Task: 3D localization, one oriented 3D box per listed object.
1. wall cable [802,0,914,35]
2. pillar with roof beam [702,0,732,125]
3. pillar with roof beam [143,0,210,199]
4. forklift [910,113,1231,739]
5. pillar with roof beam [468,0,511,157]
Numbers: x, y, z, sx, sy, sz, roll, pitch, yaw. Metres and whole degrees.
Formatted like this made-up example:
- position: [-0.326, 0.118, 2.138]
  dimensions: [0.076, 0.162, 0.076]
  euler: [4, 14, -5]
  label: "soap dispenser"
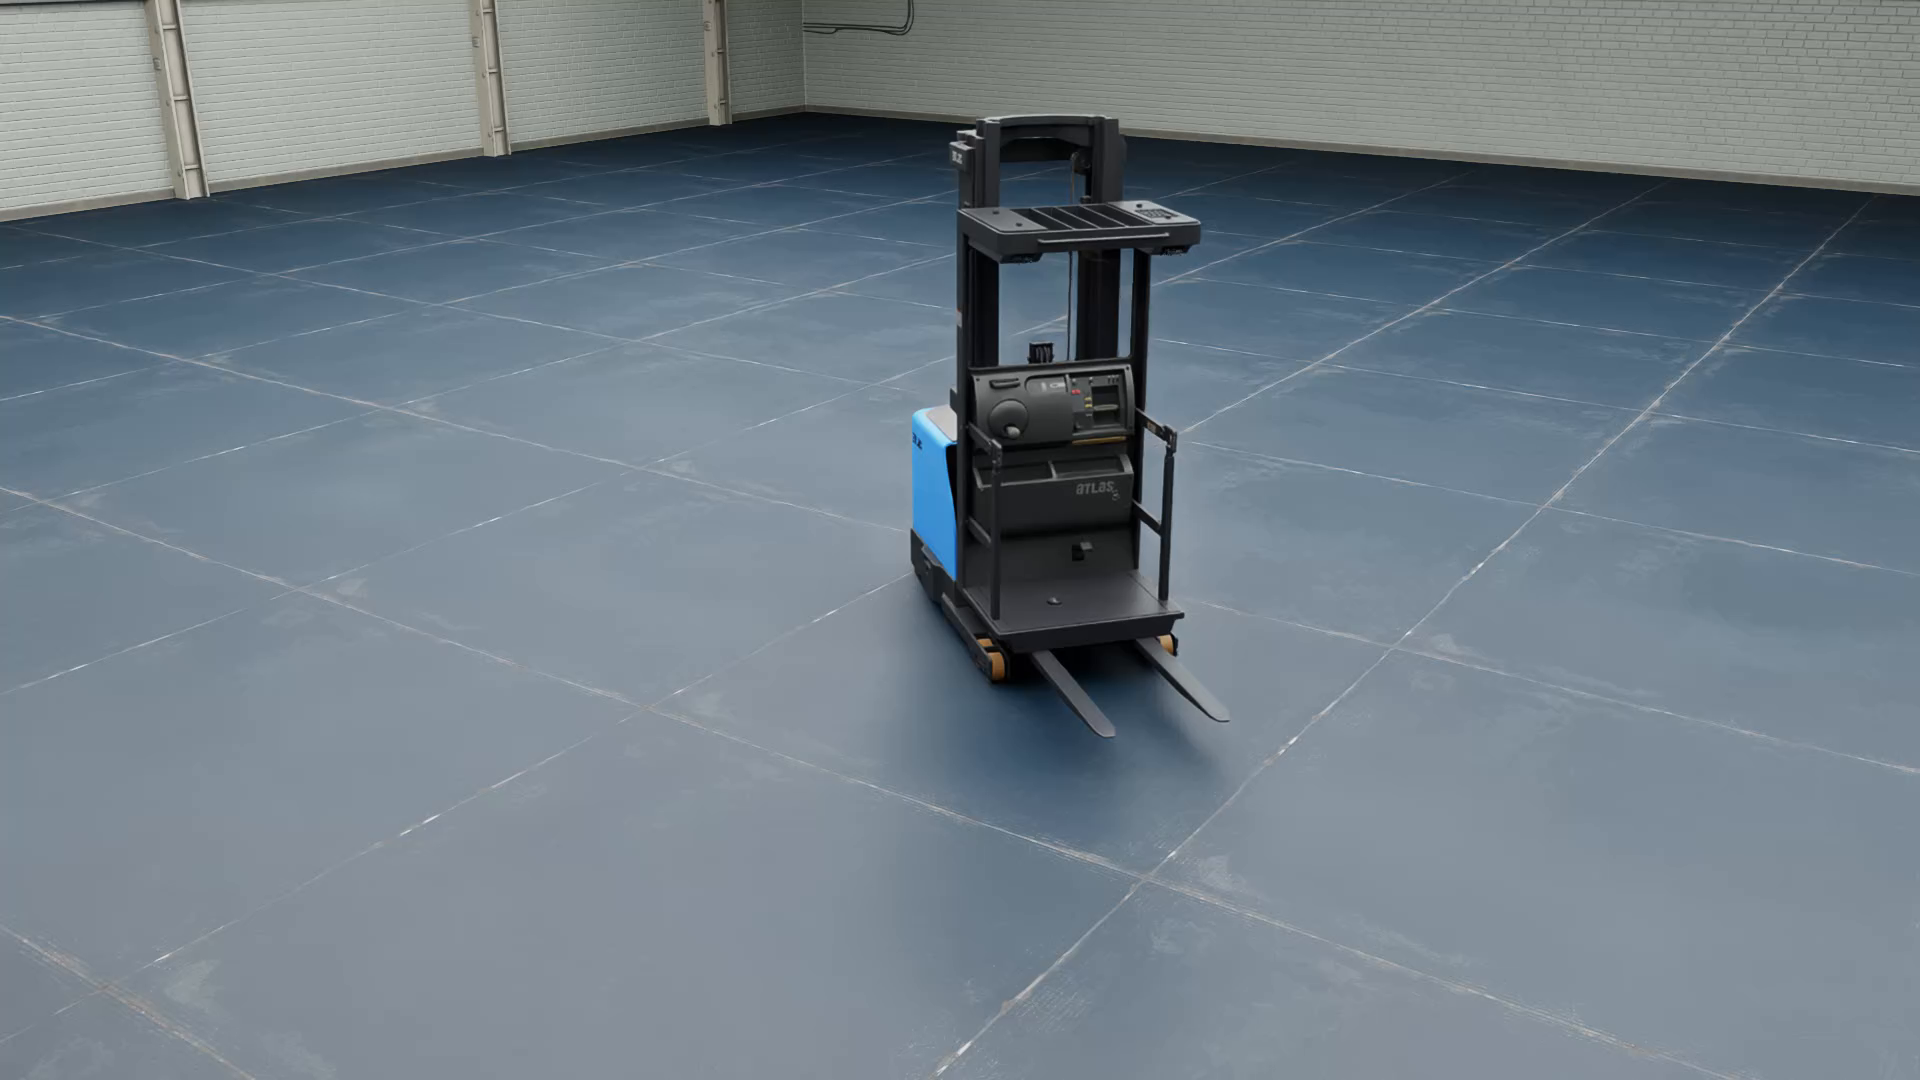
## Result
- position: [-2.263, -12.053, 35.353]
  dimensions: [3.097, 2.526, 0.112]
  euler: [13, 24, 32]
  label: "wall cable"
- position: [-1.453, -12.082, 30.957]
  dimensions: [9.100, 9.000, 0.400]
  euler: [13, 24, 32]
  label: "pillar with roof beam"
- position: [-8.198, -8.639, 21.649]
  dimensions: [9.100, 9.000, 0.400]
  euler: [13, 24, 32]
  label: "pillar with roof beam"
- position: [0.589, -0.746, 9.057]
  dimensions: [1.130, 2.935, 3.031]
  euler: [-6, 21, -15]
  label: "forklift"
- position: [-4.826, -10.360, 26.303]
  dimensions: [9.100, 9.000, 0.400]
  euler: [13, 24, 32]
  label: "pillar with roof beam"
